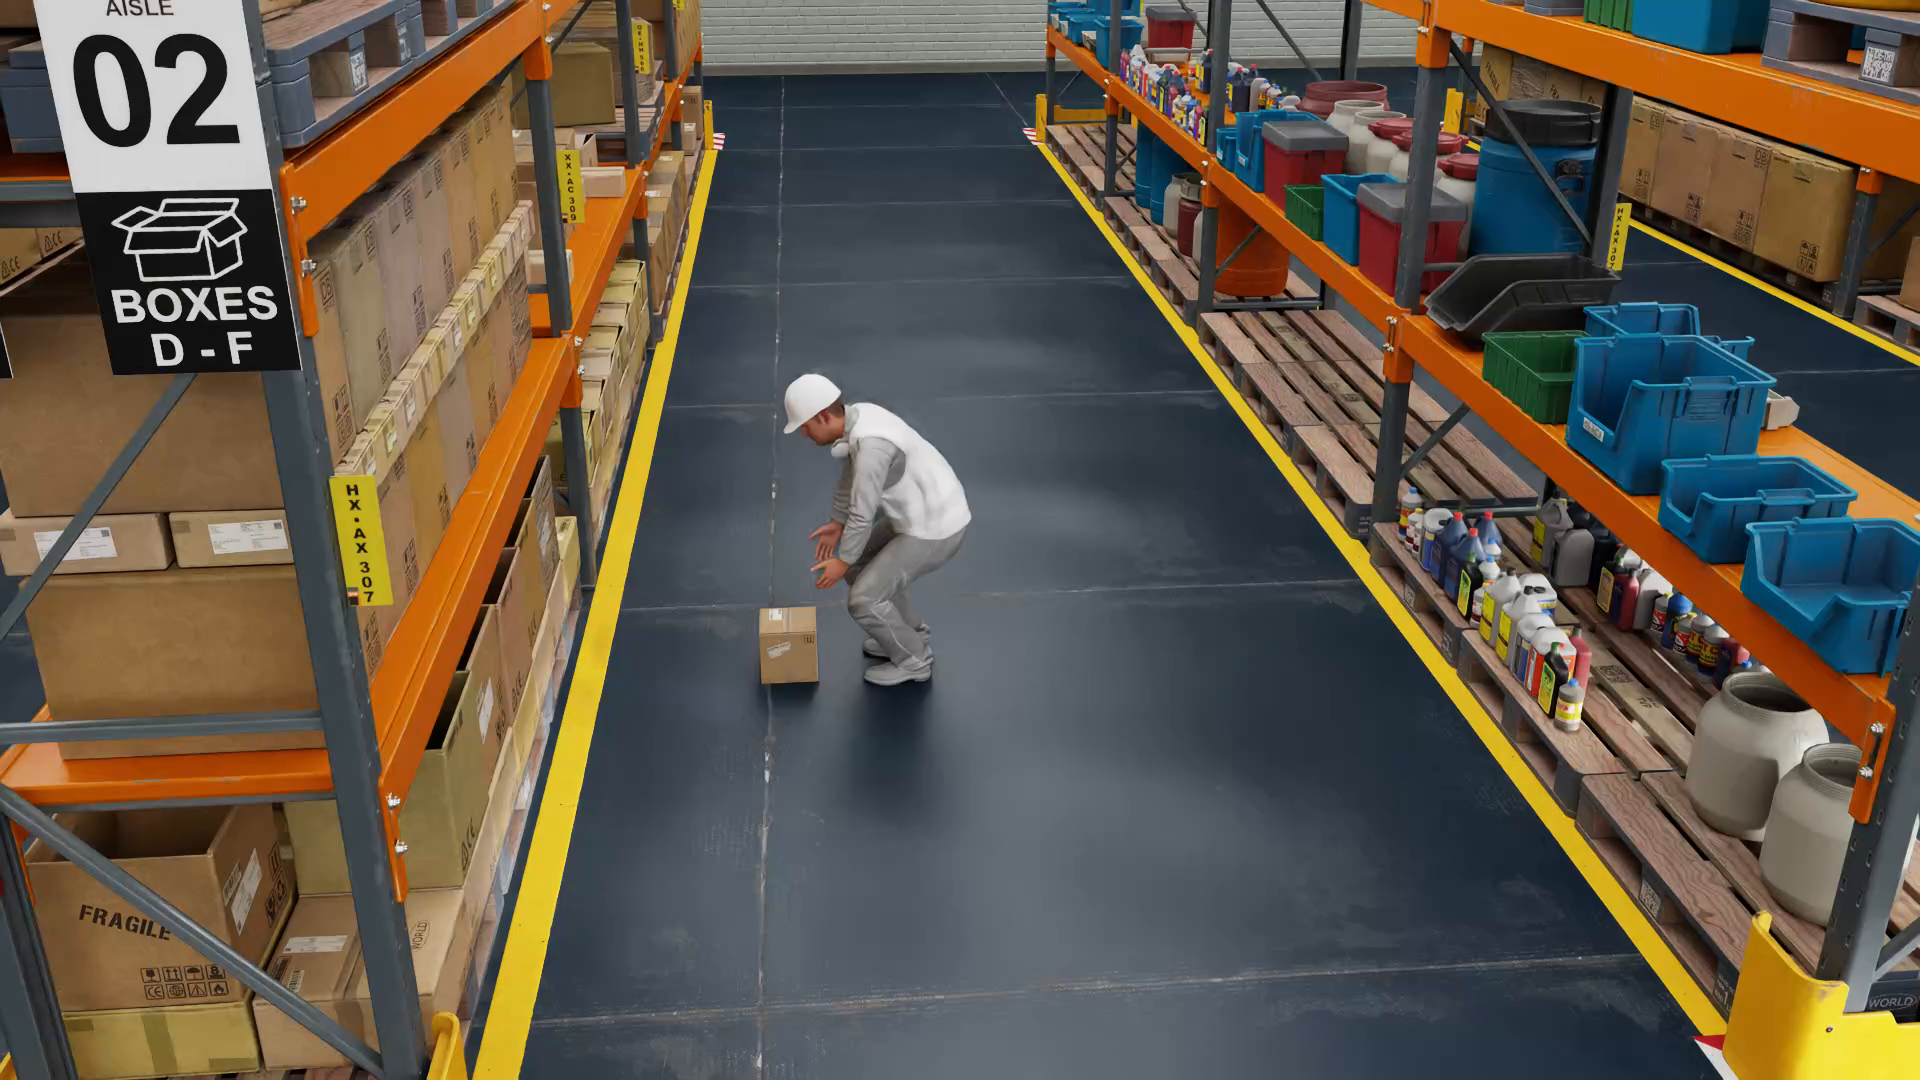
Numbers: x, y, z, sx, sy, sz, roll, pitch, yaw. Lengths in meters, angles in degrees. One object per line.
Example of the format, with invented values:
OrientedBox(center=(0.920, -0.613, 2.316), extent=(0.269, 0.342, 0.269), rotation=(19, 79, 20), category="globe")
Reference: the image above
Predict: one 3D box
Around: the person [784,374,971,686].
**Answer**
OrientedBox(center=(-0.347, -0.056, 7.179), extent=(0.786, 1.390, 0.590), rotation=(-2, 24, -5), category="person")
